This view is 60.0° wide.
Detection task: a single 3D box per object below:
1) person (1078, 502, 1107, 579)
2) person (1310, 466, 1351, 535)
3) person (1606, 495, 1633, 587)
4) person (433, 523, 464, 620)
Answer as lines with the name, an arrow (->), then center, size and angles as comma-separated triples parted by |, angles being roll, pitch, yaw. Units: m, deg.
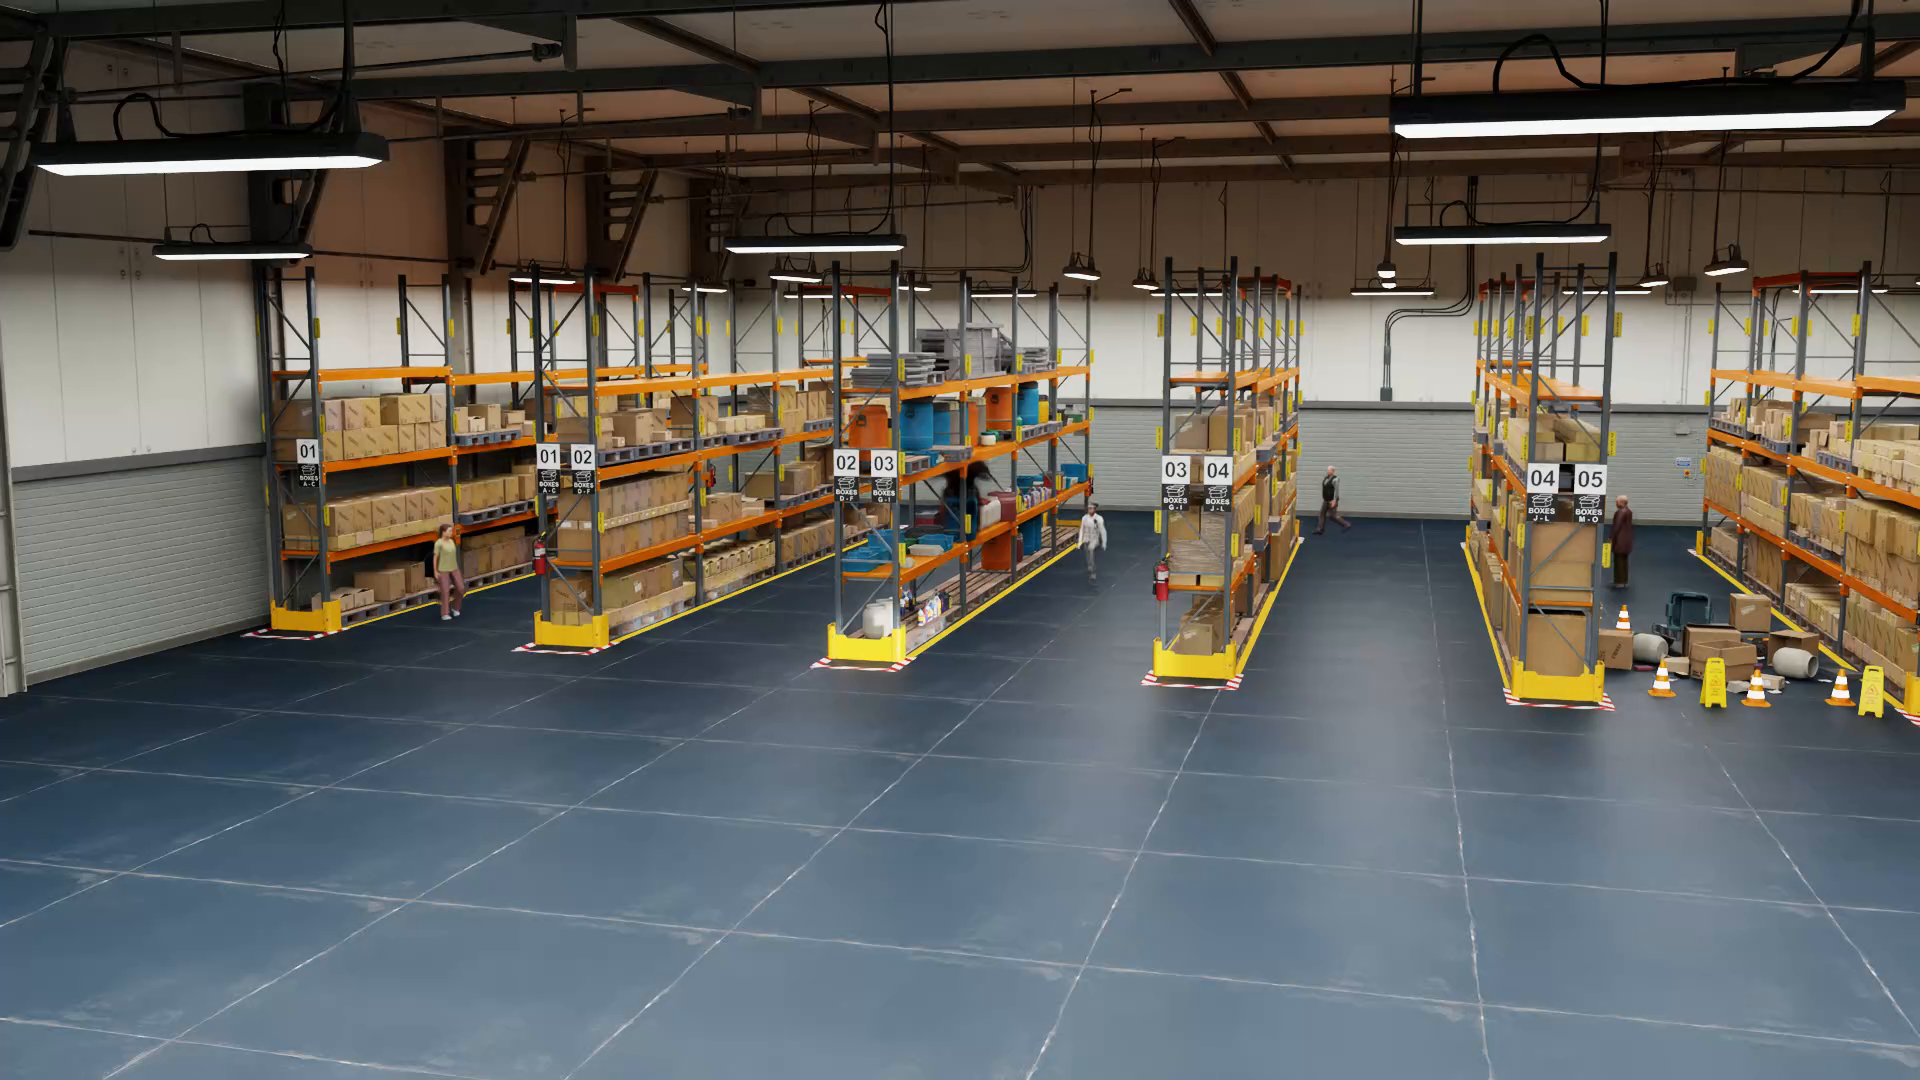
person -> 2.605, 0.023, 32.704 | 0.538, 1.586, 0.994 | 3, 8, 21
person -> 8.998, -0.951, 40.300 | 0.948, 1.696, 0.562 | 0, 7, -4
person -> 12.819, 0.026, 32.294 | 0.409, 1.792, 0.603 | 7, 10, 44
person -> -8.895, 0.537, 28.791 | 0.468, 1.672, 0.549 | 7, 10, 43
